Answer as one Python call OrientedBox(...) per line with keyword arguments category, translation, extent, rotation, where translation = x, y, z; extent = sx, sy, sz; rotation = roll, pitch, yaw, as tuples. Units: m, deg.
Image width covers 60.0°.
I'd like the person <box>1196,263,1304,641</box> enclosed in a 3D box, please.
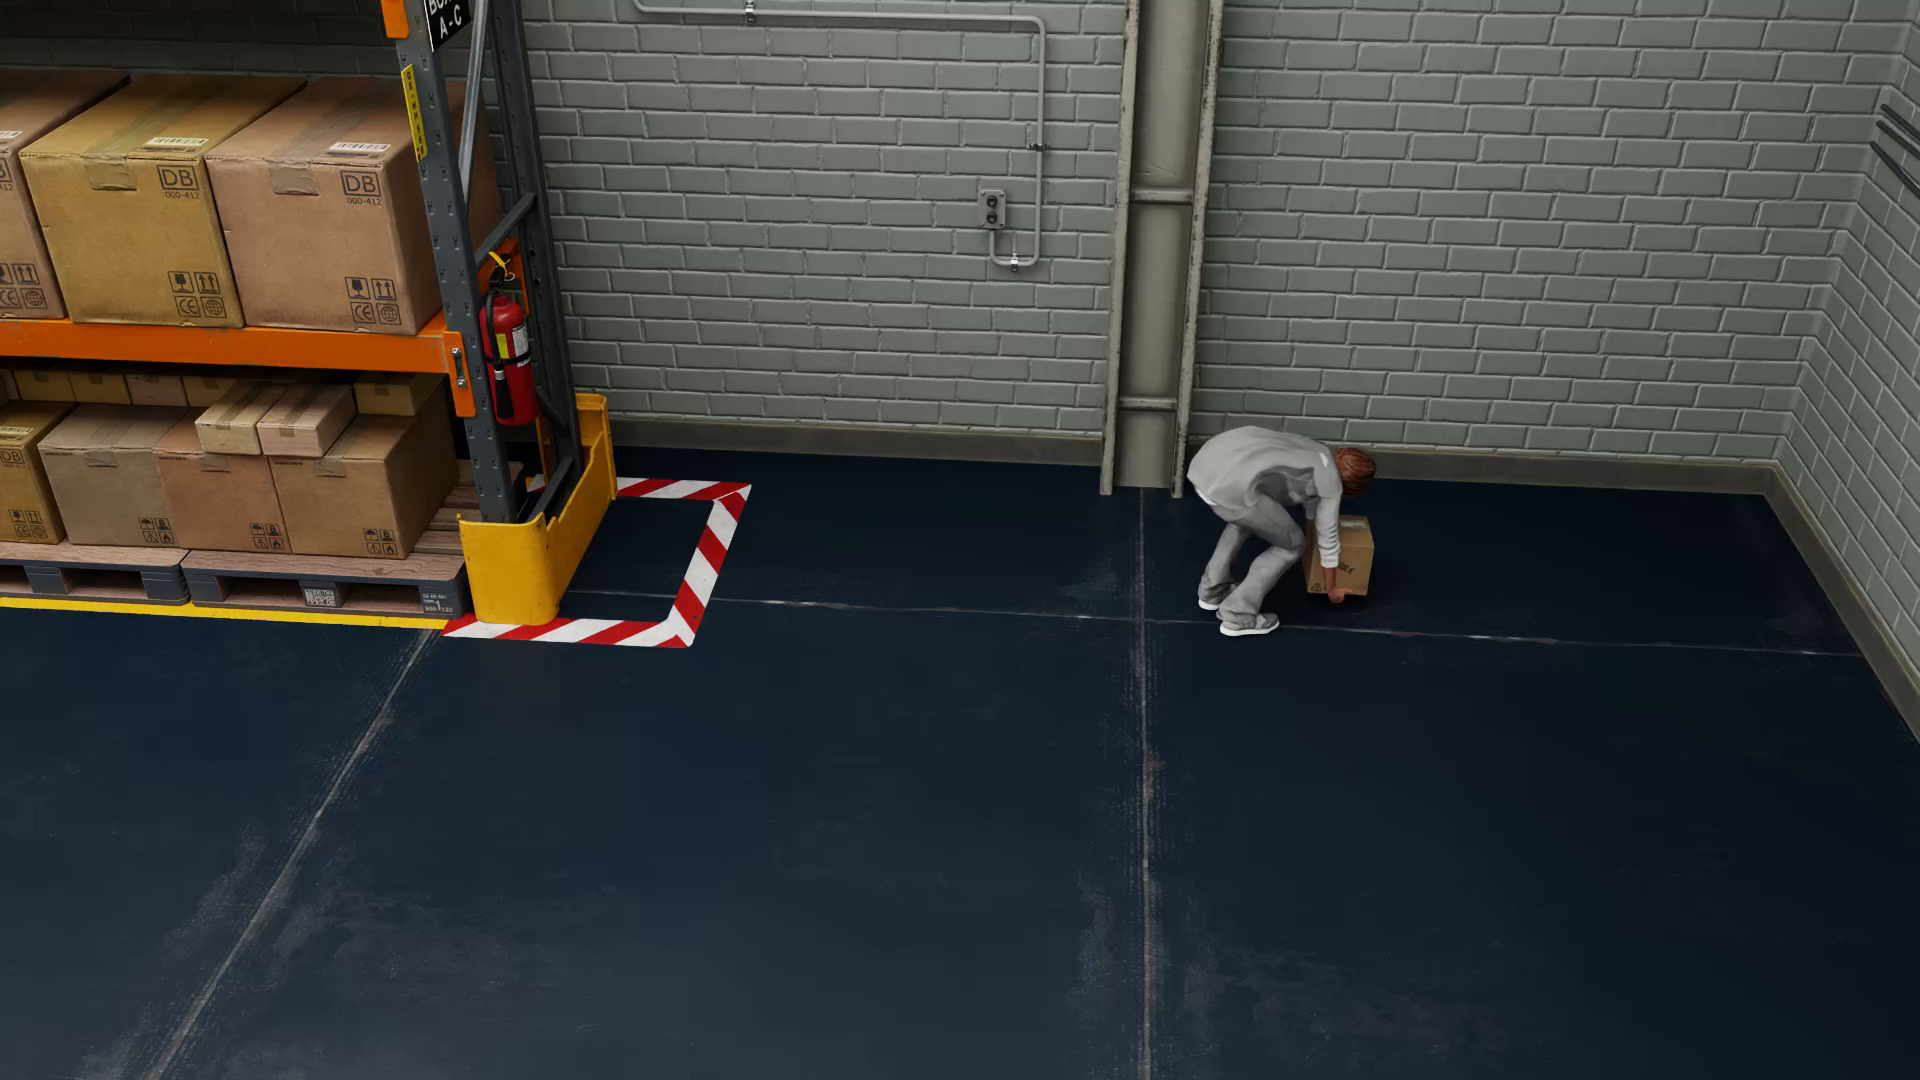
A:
OrientedBox(category="person", translation=(1.152, -0.344, 6.690), extent=(0.346, 1.592, 0.467), rotation=(-13, 35, -19))
